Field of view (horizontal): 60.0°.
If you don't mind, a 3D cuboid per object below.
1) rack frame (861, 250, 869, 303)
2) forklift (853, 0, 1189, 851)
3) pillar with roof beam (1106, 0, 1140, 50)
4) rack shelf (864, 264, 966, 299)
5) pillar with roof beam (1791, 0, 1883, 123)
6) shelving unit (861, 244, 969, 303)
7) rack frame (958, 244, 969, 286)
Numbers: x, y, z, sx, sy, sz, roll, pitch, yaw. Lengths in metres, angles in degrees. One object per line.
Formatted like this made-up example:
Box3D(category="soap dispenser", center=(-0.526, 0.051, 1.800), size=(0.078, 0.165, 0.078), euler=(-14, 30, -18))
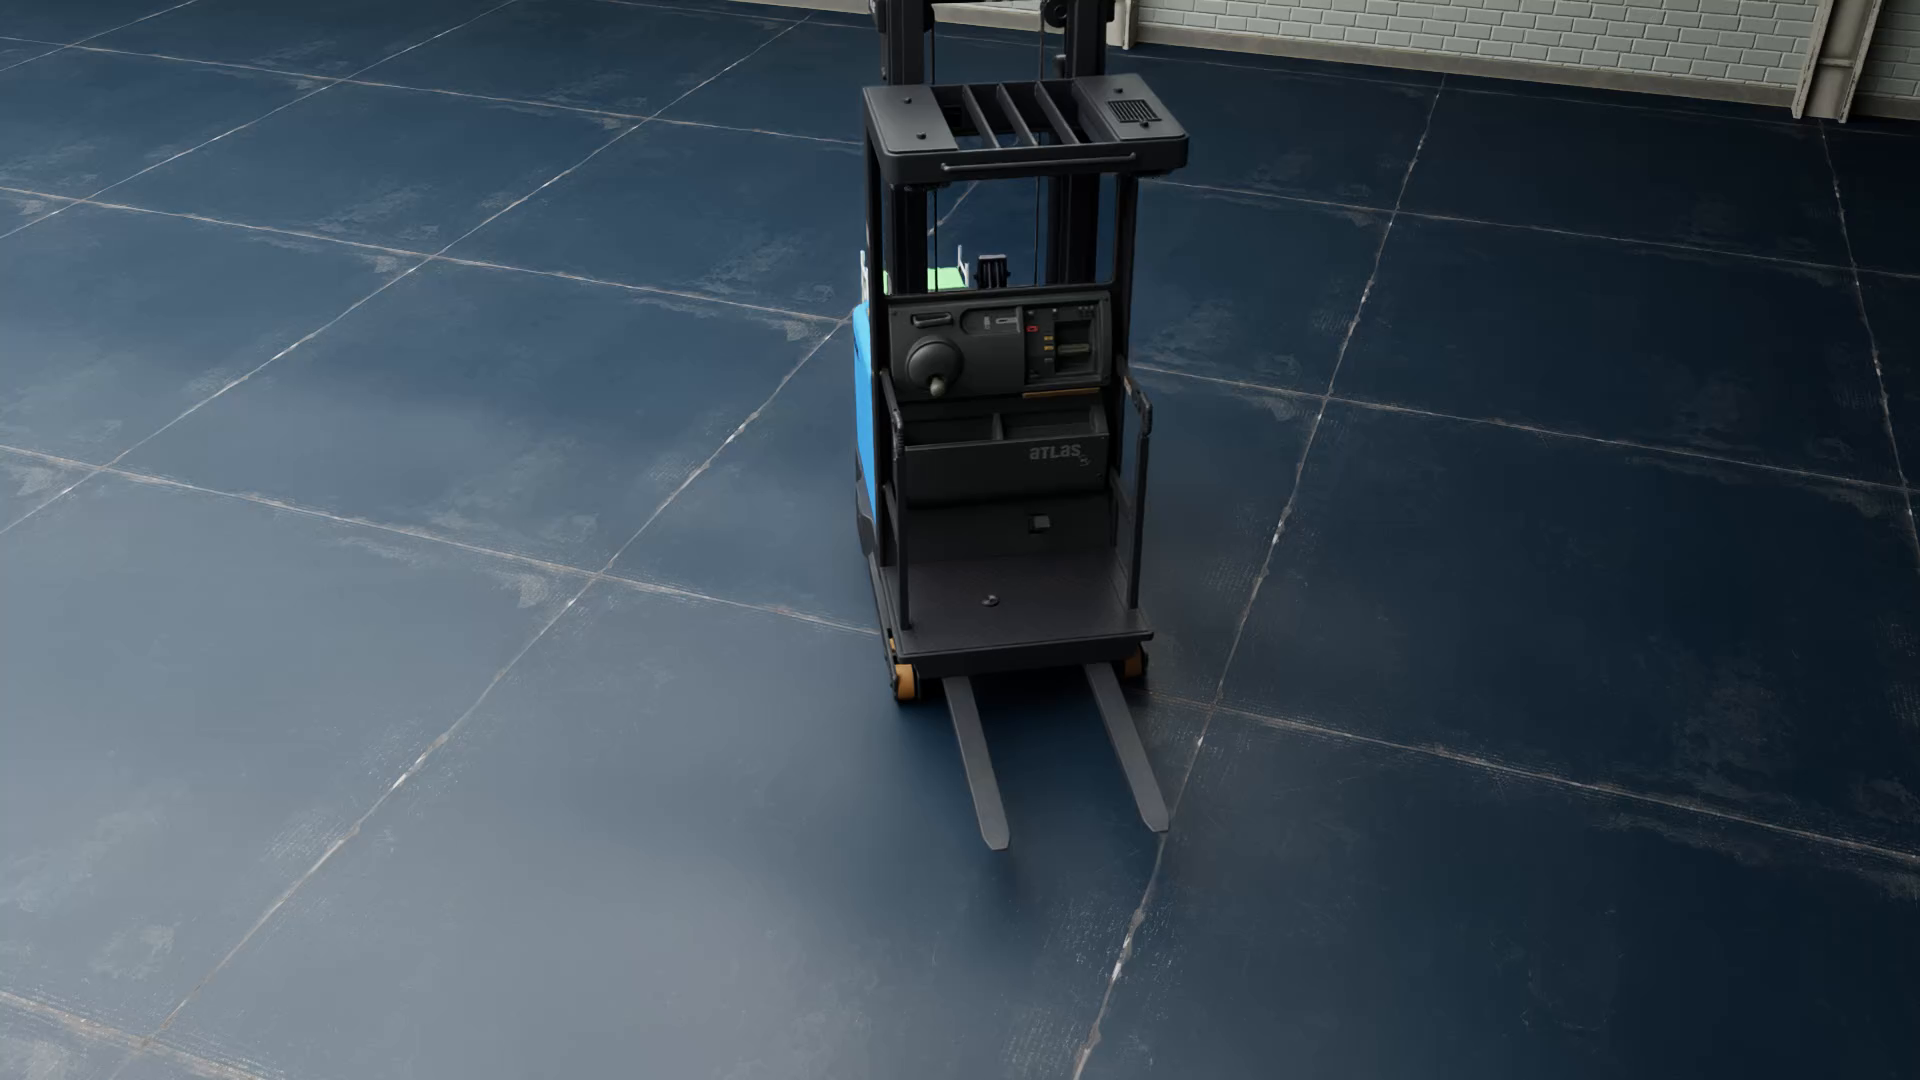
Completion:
Box3D(category="rack frame", center=(-0.466, -0.872, 8.494), size=(0.015, 1.200, 0.240), euler=(-5, 33, -8))
Box3D(category="forklift", center=(0.208, -0.748, 6.706), size=(1.130, 2.935, 3.031), euler=(-5, 33, -8))
Box3D(category="pillar with roof beam", center=(-0.046, -6.174, 9.517), size=(0.400, 9.000, 9.100), euler=(11, 34, 16))
Box3D(category="rack shelf", center=(-0.225, -1.244, 8.303), size=(0.480, 0.148, 0.258), euler=(-5, 33, -8))
Box3D(category="pillar with roof beam", center=(5.602, -5.076, 7.816), size=(0.400, 9.000, 9.100), euler=(11, 34, 16))
Box3D(category="shelving unit", center=(-0.225, -0.894, 8.529), size=(0.503, 1.200, 0.258), euler=(-5, 33, -8))
Box3D(category="rack frame", center=(0.015, -0.916, 8.563), size=(0.015, 1.200, 0.240), euler=(-5, 33, -8))
